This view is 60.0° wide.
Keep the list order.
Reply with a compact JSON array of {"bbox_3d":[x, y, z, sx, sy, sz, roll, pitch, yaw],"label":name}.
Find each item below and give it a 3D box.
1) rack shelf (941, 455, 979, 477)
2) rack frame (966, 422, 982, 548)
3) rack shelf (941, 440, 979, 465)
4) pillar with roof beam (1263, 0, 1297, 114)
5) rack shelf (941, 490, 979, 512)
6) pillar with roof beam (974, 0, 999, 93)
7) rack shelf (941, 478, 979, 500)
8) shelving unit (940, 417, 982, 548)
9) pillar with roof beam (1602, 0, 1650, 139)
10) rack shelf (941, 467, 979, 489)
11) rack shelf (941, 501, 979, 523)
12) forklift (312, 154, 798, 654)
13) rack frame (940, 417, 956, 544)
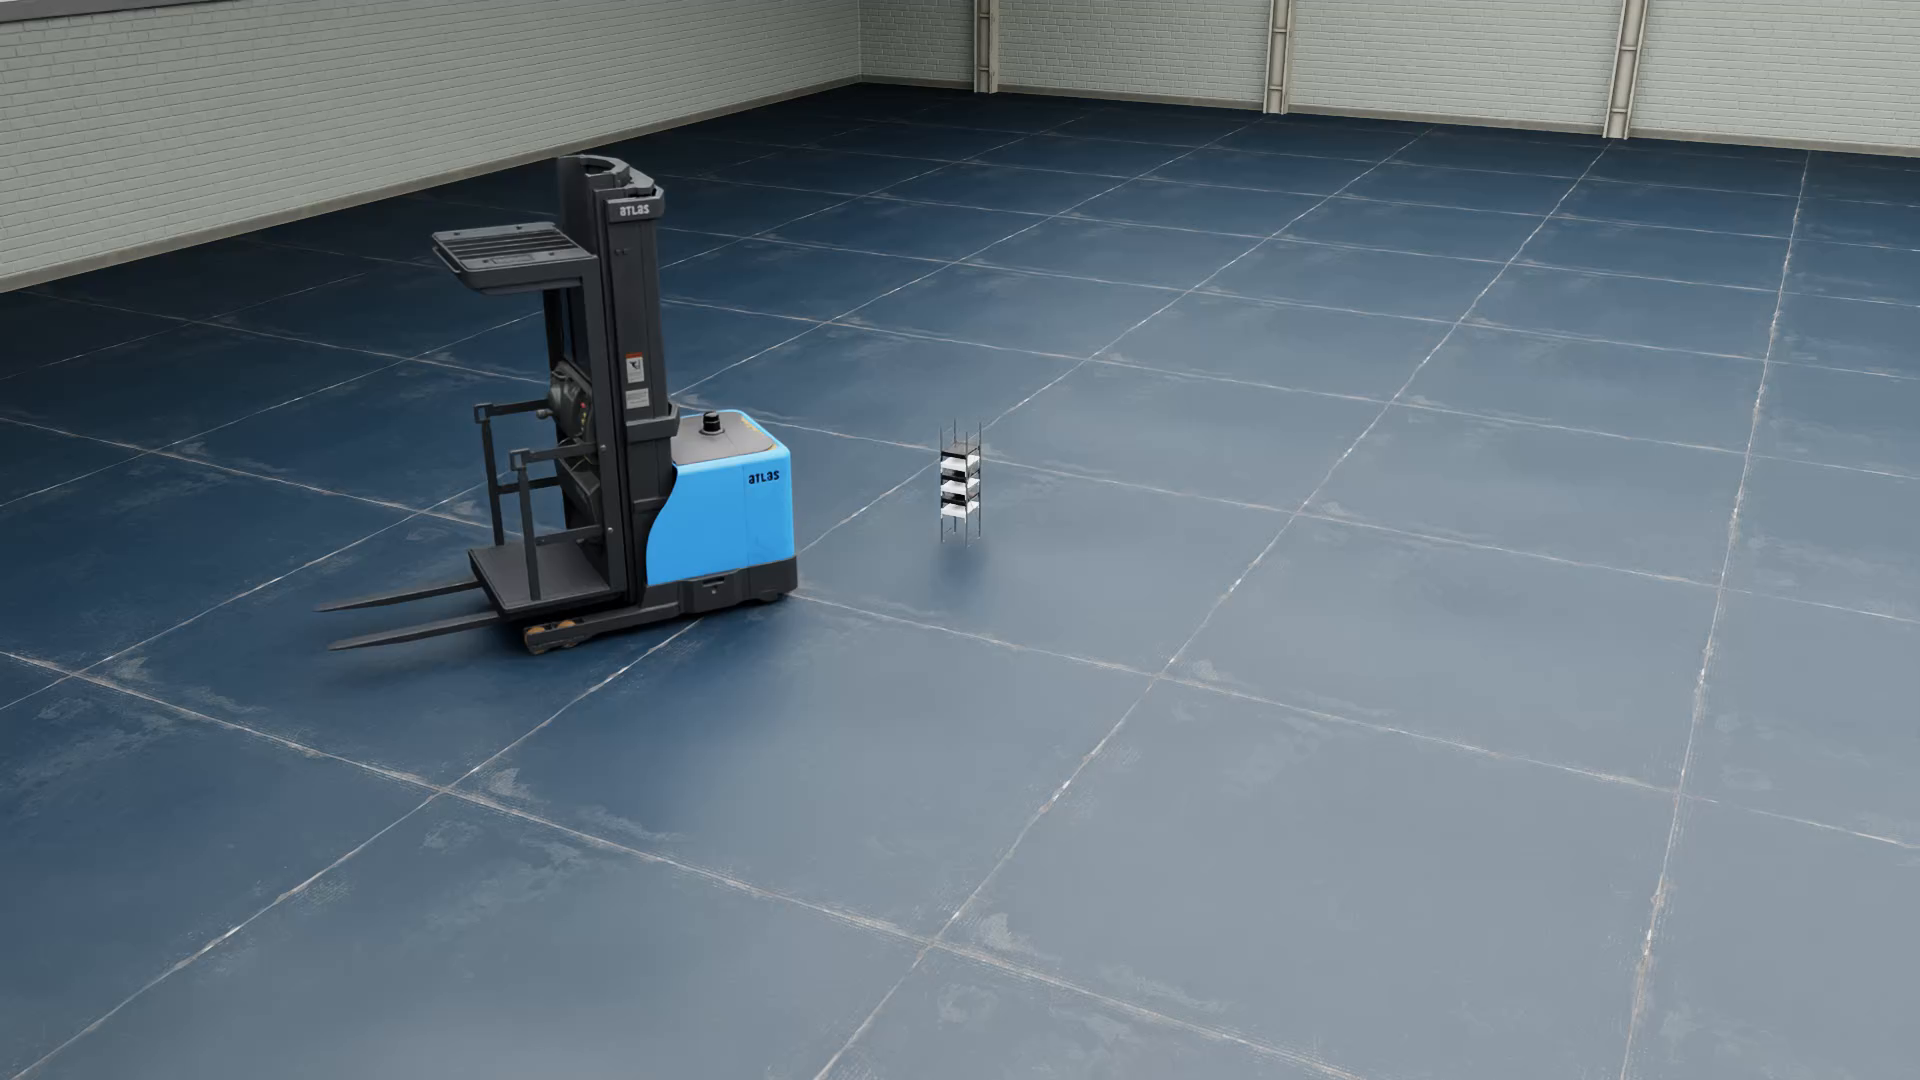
[{"bbox_3d":[0.007,-0.548,12.013,0.200,0.077,0.258,11,25,25],"label":"rack shelf"},{"bbox_3d":[0.098,-0.395,12.028,0.006,0.900,0.240,11,25,25],"label":"rack frame"},{"bbox_3d":[0.007,-0.630,11.978,0.200,0.077,0.258,11,25,25],"label":"rack shelf"},{"bbox_3d":[3.934,-10.599,25.674,0.400,9.000,9.100,11,25,25],"label":"pillar with roof beam"},{"bbox_3d":[0.007,-0.299,12.119,0.200,0.077,0.258,11,25,25],"label":"rack shelf"},{"bbox_3d":[-1.421,-11.658,28.165,0.400,9.000,9.100,11,25,25],"label":"pillar with roof beam"},{"bbox_3d":[0.007,-0.382,12.084,0.200,0.077,0.258,11,25,25],"label":"rack shelf"},{"bbox_3d":[0.007,-0.413,12.071,0.210,0.900,0.258,11,25,25],"label":"shelving unit"},{"bbox_3d":[9.288,-9.540,23.183,0.400,9.000,9.100,11,25,25],"label":"pillar with roof beam"},{"bbox_3d":[0.007,-0.465,12.048,0.200,0.077,0.258,11,25,25],"label":"rack shelf"},{"bbox_3d":[0.007,-0.216,12.154,0.200,0.077,0.258,11,25,25],"label":"rack shelf"},{"bbox_3d":[-2.655,-0.863,10.534,3.031,2.935,1.130,-11,26,-25],"label":"forklift"},{"bbox_3d":[-0.083,-0.431,12.113,0.006,0.900,0.240,11,25,25],"label":"rack frame"}]
